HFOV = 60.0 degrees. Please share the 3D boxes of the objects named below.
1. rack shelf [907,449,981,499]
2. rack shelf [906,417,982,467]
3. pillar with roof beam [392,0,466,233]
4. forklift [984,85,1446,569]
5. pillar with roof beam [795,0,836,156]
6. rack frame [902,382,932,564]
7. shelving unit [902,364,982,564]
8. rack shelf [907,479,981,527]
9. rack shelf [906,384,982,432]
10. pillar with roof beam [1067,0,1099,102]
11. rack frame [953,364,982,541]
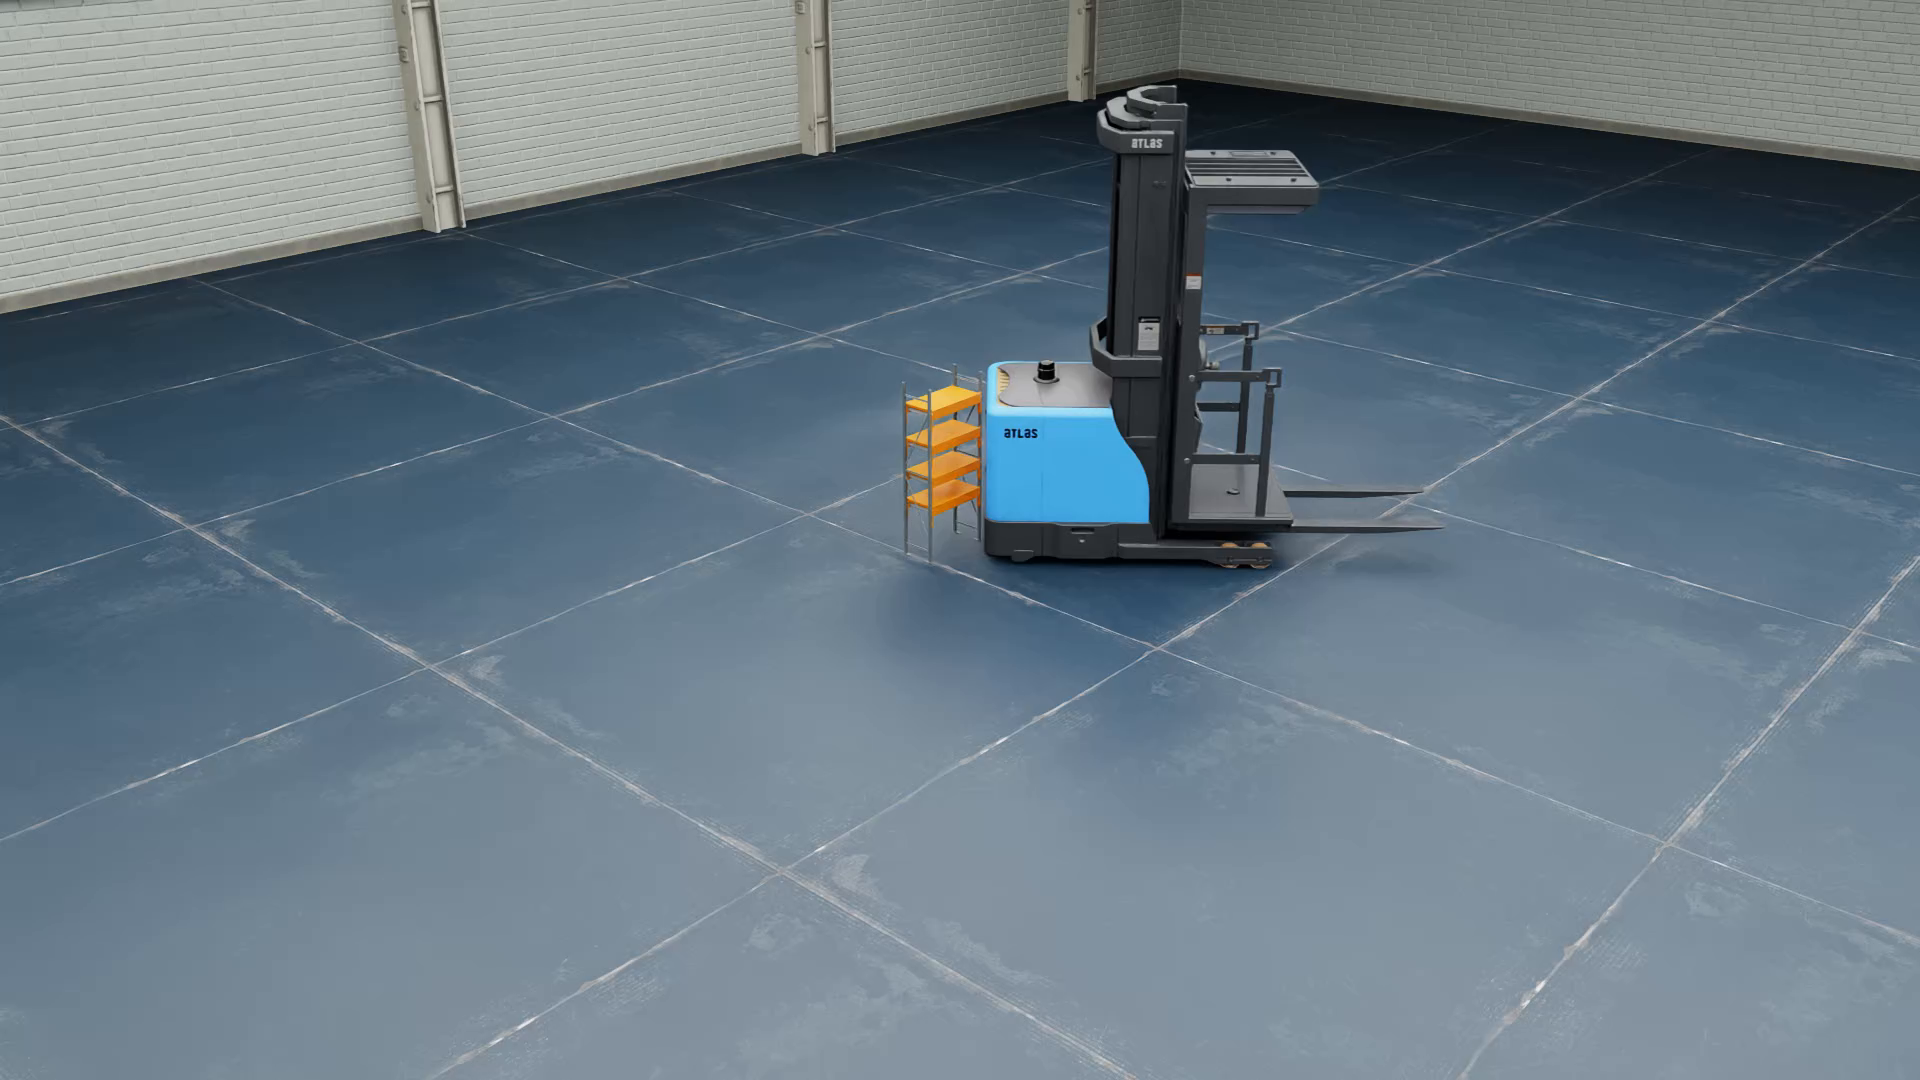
[{"bbox_3d":[-0.113,-0.436,10.919,0.258,0.148,0.480,20,31,37],"label":"rack shelf"},{"bbox_3d":[-0.113,-0.640,10.828,0.258,0.148,0.480,20,31,37],"label":"rack shelf"},{"bbox_3d":[-2.797,-6.567,14.897,9.100,9.000,0.400,20,31,38],"label":"pillar with roof beam"},{"bbox_3d":[1.680,-1.370,10.723,3.031,2.935,1.130,1,24,1],"label":"forklift"},{"bbox_3d":[1.207,-8.395,18.974,9.100,9.000,0.400,20,31,38],"label":"pillar with roof beam"},{"bbox_3d":[-0.275,-0.423,10.725,0.240,1.200,0.015,20,31,37],"label":"rack frame"},{"bbox_3d":[-0.113,-0.497,10.892,0.258,1.200,0.503,20,31,37],"label":"shelving unit"},{"bbox_3d":[-0.114,-0.255,11.001,0.258,0.148,0.480,20,31,37],"label":"rack shelf"},{"bbox_3d":[-0.113,-0.856,10.731,0.258,0.148,0.480,20,31,37],"label":"rack shelf"},{"bbox_3d":[5.211,-10.223,23.051,9.100,9.000,0.400,20,31,38],"label":"pillar with roof beam"},{"bbox_3d":[0.049,-0.572,11.059,0.240,1.200,0.015,20,31,37],"label":"rack frame"}]
